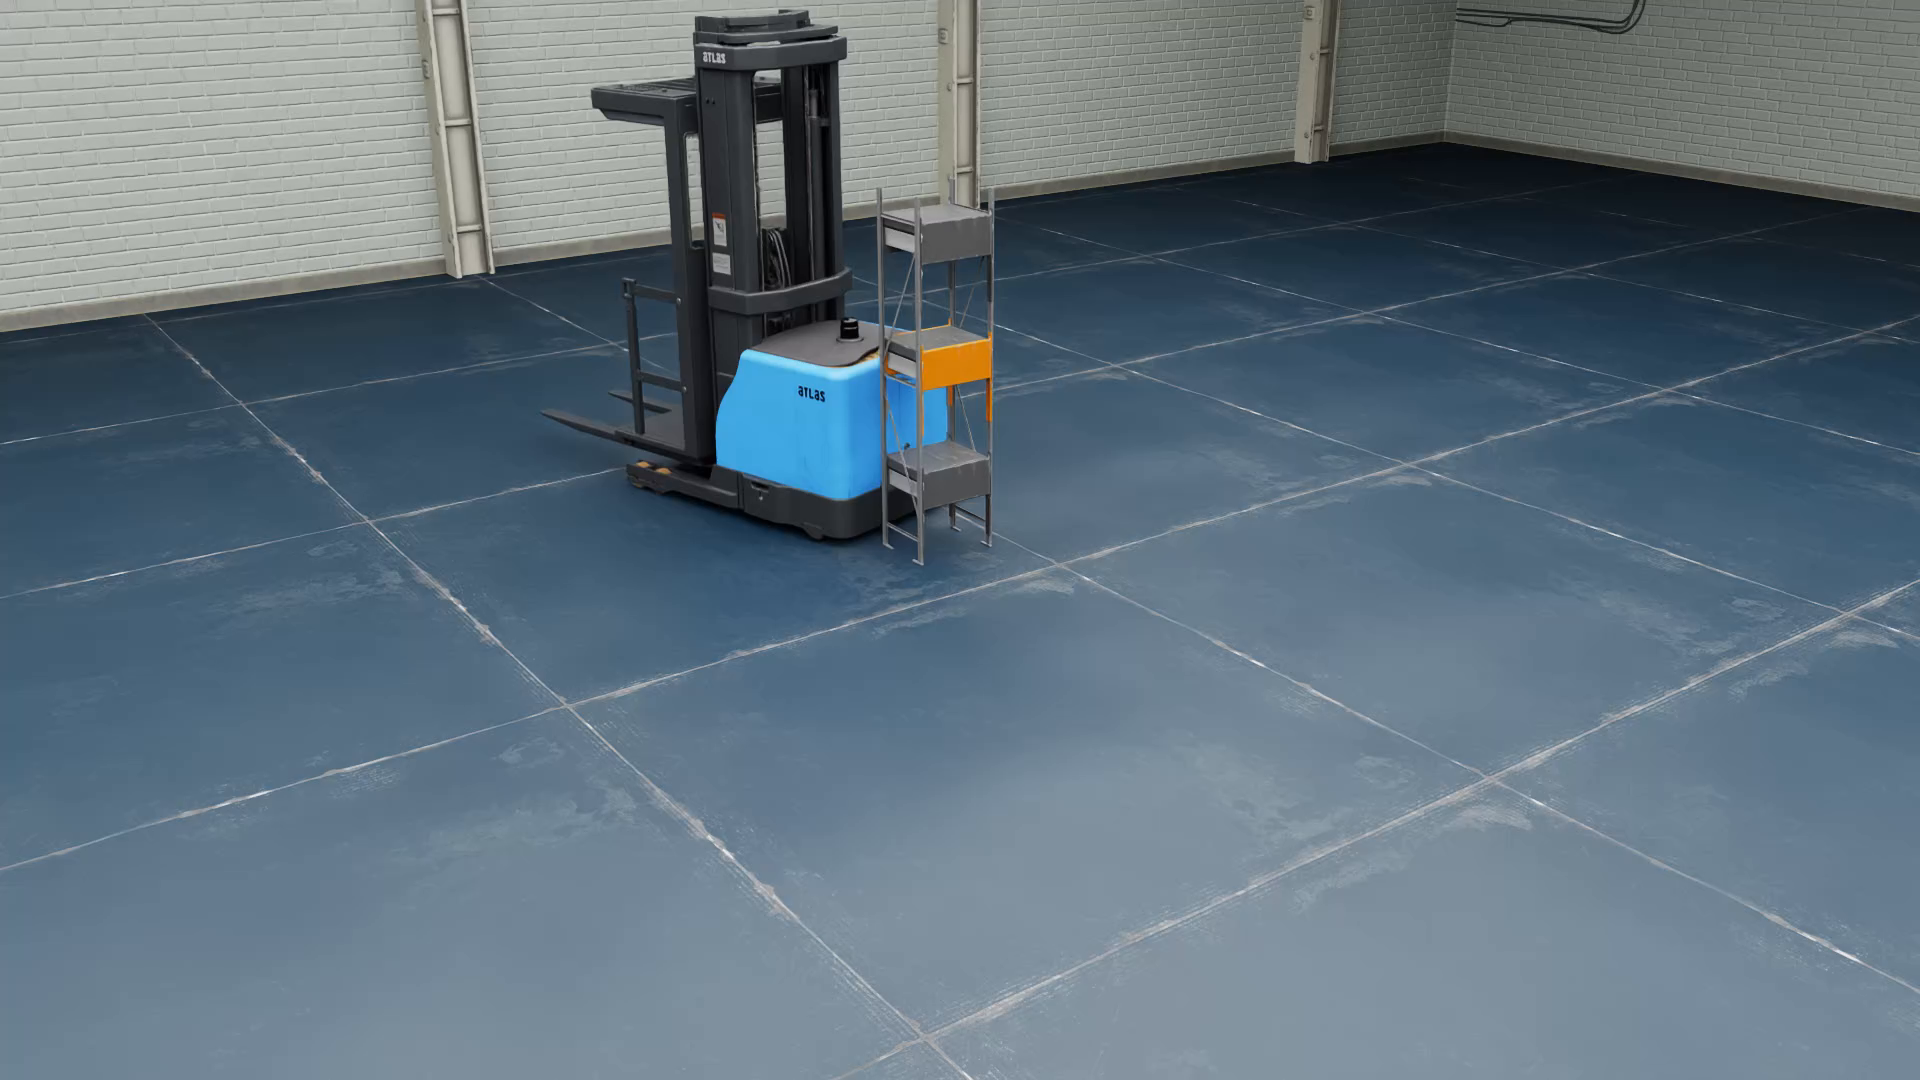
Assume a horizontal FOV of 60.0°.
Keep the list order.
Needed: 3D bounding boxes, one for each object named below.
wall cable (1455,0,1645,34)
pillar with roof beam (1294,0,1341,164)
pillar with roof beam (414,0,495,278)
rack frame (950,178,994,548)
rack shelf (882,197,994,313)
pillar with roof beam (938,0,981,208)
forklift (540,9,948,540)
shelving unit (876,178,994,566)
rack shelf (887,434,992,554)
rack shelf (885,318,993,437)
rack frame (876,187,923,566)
[{"bbox_3d":[8.029,-8.236,22.585,0.112,2.526,3.097,-15,26,-33],"label":"wall cable"},{"bbox_3d":[7.379,-8.143,18.162,0.400,9.000,9.100,-15,26,-33],"label":"pillar with roof beam"},{"bbox_3d":[-2.362,-5.546,11.653,0.400,9.000,9.100,-15,26,-33],"label":"pillar with roof beam"},{"bbox_3d":[0.064,-0.992,9.550,0.015,2.100,0.400,-15,26,-33],"label":"rack frame"},{"bbox_3d":[-0.134,-1.577,9.163,0.480,0.518,0.431,-15,26,-33],"label":"rack shelf"},{"bbox_3d":[2.509,-6.845,14.908,0.400,9.000,9.100,-15,26,-33],"label":"pillar with roof beam"},{"bbox_3d":[-1.527,-1.789,10.425,3.031,2.935,1.130,17,27,36],"label":"forklift"},{"bbox_3d":[-0.134,-0.939,9.417,0.503,2.100,0.431,-15,26,-33],"label":"shelving unit"},{"bbox_3d":[-0.134,-0.277,9.682,0.480,0.518,0.431,-15,26,-33],"label":"rack shelf"},{"bbox_3d":[-0.134,-0.927,9.422,0.480,0.518,0.431,-15,26,-33],"label":"rack shelf"},{"bbox_3d":[-0.332,-0.887,9.285,0.015,2.100,0.400,-15,26,-33],"label":"rack frame"}]
